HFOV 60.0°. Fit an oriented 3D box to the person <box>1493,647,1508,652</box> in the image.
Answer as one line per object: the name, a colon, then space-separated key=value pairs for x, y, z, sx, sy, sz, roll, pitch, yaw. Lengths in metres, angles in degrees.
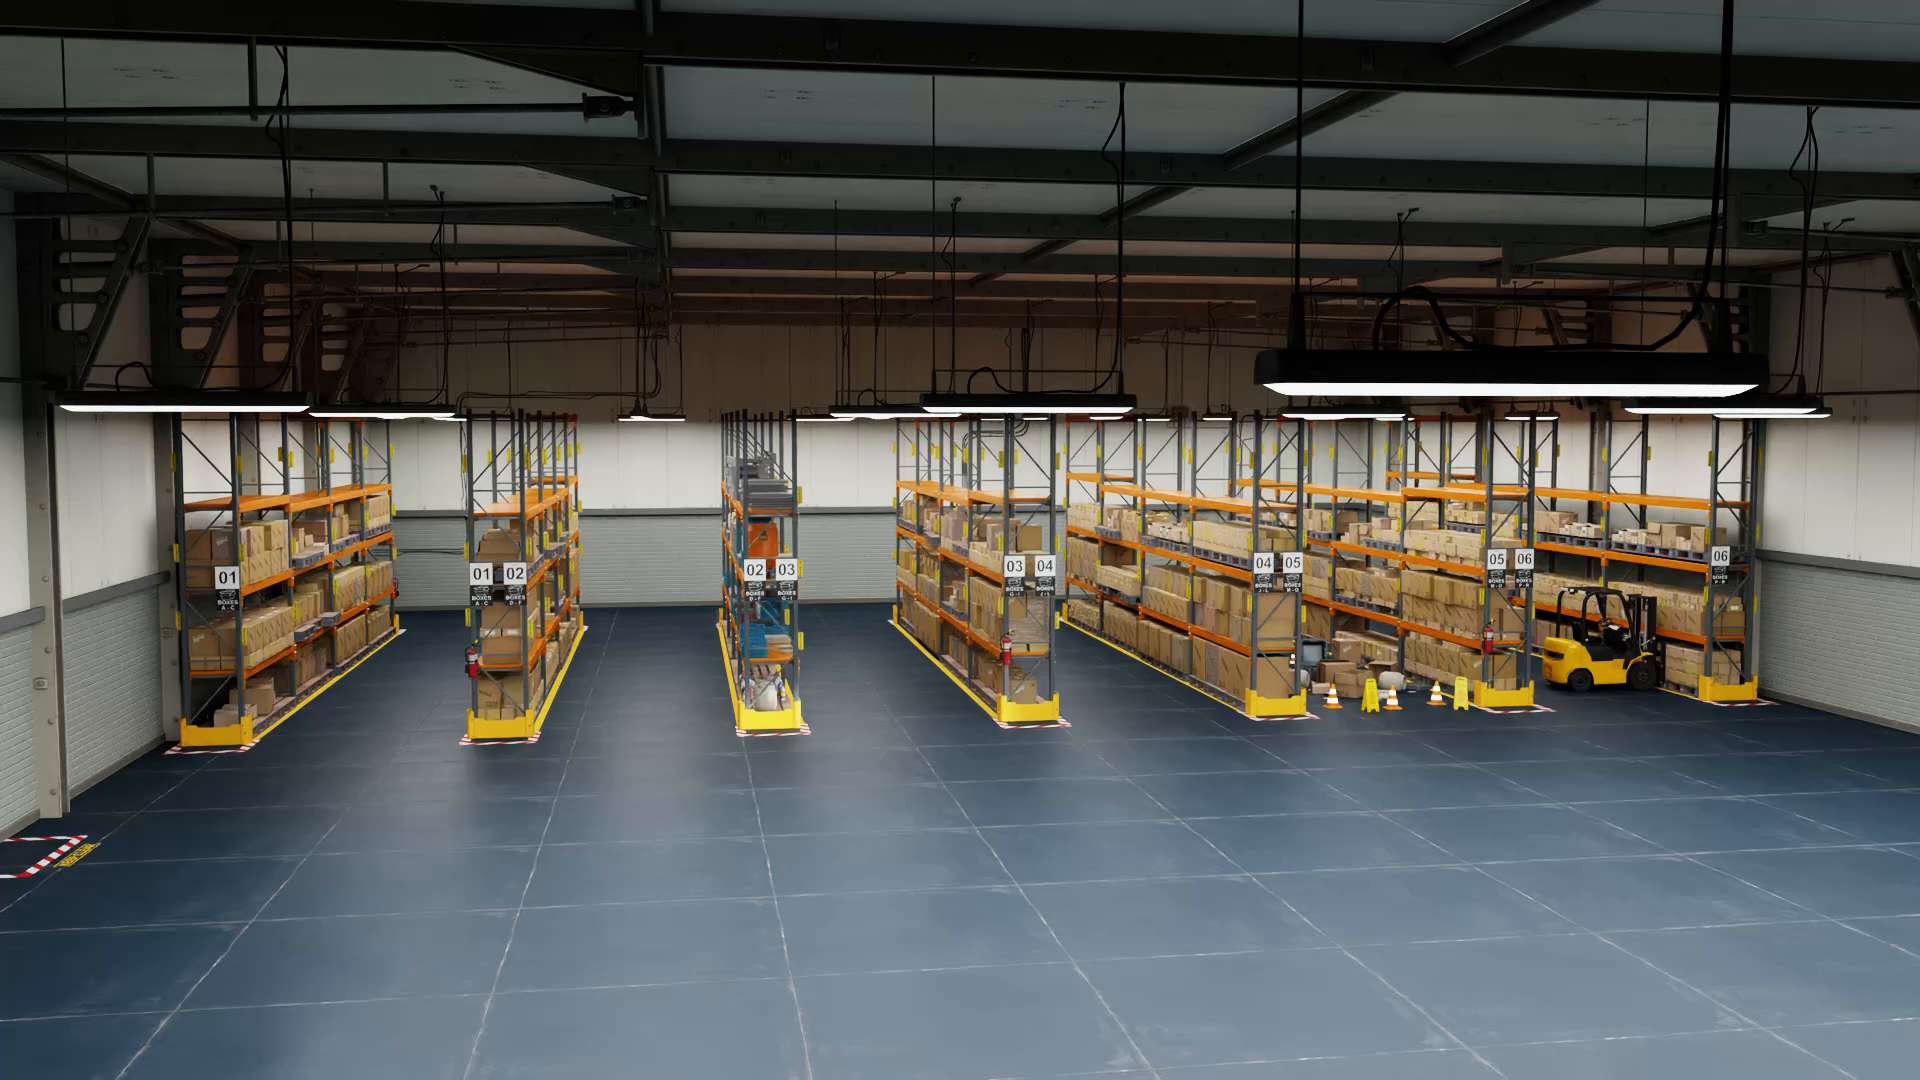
person: x=12.299 y=2.274 z=37.958 sx=0.585 sy=1.616 sz=0.739 roll=-1 pitch=4 yaw=-8

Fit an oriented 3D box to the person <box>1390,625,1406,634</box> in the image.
person: x=11.954 y=1.673 z=45.236 sx=0.611 sy=1.771 sz=0.490 roll=-3 pitch=5 yaw=-38

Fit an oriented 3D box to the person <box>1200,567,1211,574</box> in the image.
person: x=7.895 y=1.195 z=53.377 sx=0.659 sy=1.577 sz=0.426 roll=-3 pitch=5 yaw=-38

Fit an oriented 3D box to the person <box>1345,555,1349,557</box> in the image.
person: x=12.115 y=1.278 z=51.985 sx=0.925 sy=1.613 sz=0.447 roll=-1 pitch=4 yaw=-20
